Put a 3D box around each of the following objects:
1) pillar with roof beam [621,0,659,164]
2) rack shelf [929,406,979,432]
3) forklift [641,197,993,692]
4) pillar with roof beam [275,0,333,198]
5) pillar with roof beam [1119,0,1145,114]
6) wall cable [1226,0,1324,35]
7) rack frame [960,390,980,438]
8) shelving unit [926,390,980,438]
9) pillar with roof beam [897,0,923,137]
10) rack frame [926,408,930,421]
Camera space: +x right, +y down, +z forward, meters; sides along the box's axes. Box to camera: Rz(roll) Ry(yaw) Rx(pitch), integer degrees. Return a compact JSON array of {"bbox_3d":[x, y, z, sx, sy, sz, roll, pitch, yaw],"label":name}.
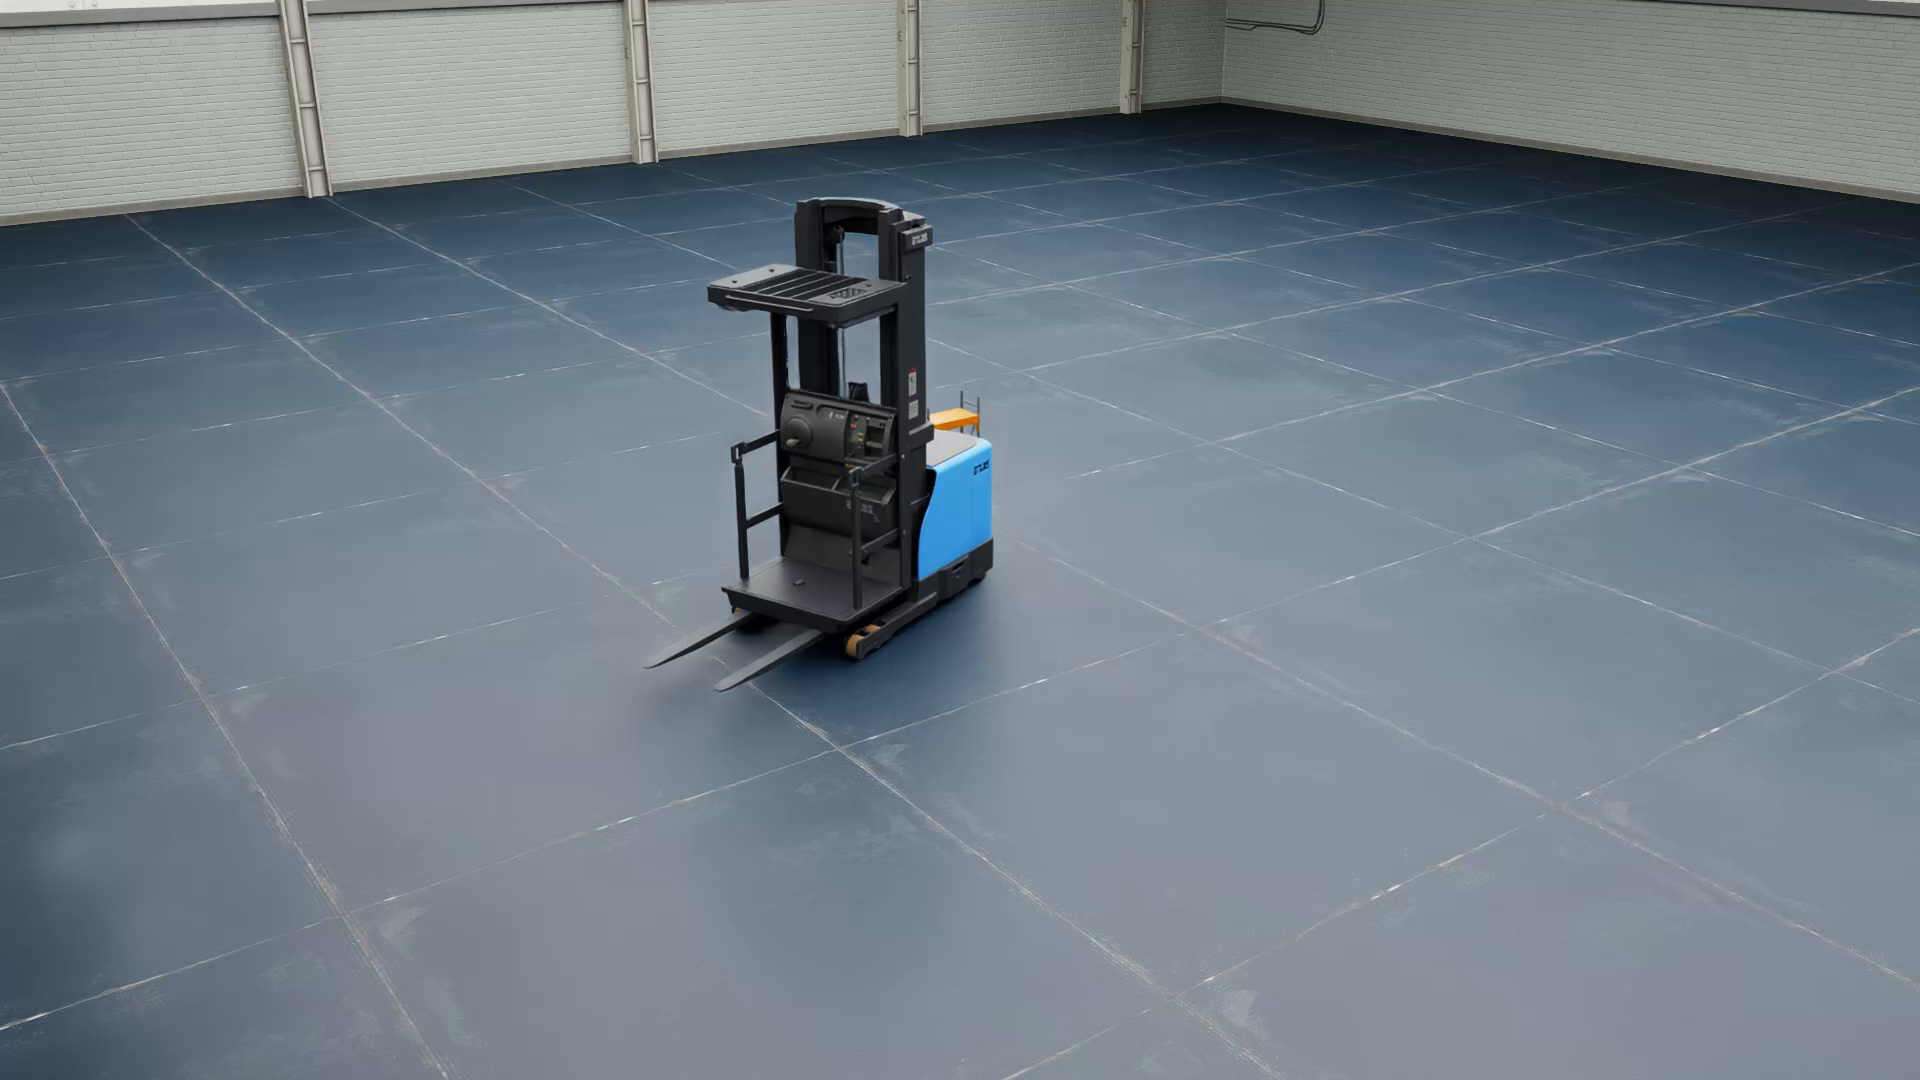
[{"bbox_3d":[-3.376,-9.964,26.224,0.400,9.000,9.100,-15,26,-33],"label":"pillar with roof beam"},{"bbox_3d":[-0.116,-0.901,12.974,0.480,0.148,0.258,-16,27,-34],"label":"rack shelf"},{"bbox_3d":[-0.965,-0.745,11.309,1.130,2.935,3.031,13,25,30],"label":"forklift"},{"bbox_3d":[-8.246,-8.665,22.970,0.400,9.000,9.100,-15,26,-33],"label":"pillar with roof beam"},{"bbox_3d":[6.365,-12.561,32.733,0.400,9.000,9.100,-15,26,-33],"label":"pillar with roof beam"},{"bbox_3d":[7.014,-12.654,37.156,0.112,2.526,3.097,-15,26,-33],"label":"wall cable"},{"bbox_3d":[0.079,-0.590,13.256,0.015,1.200,0.240,-16,27,-34],"label":"rack frame"},{"bbox_3d":[-0.116,-0.536,13.120,0.503,1.200,0.258,-16,27,-34],"label":"shelving unit"},{"bbox_3d":[1.494,-11.263,29.479,0.400,9.000,9.100,-15,26,-33],"label":"pillar with roof beam"},{"bbox_3d":[-0.310,-0.481,12.983,0.015,1.200,0.240,-16,27,-34],"label":"rack frame"}]
